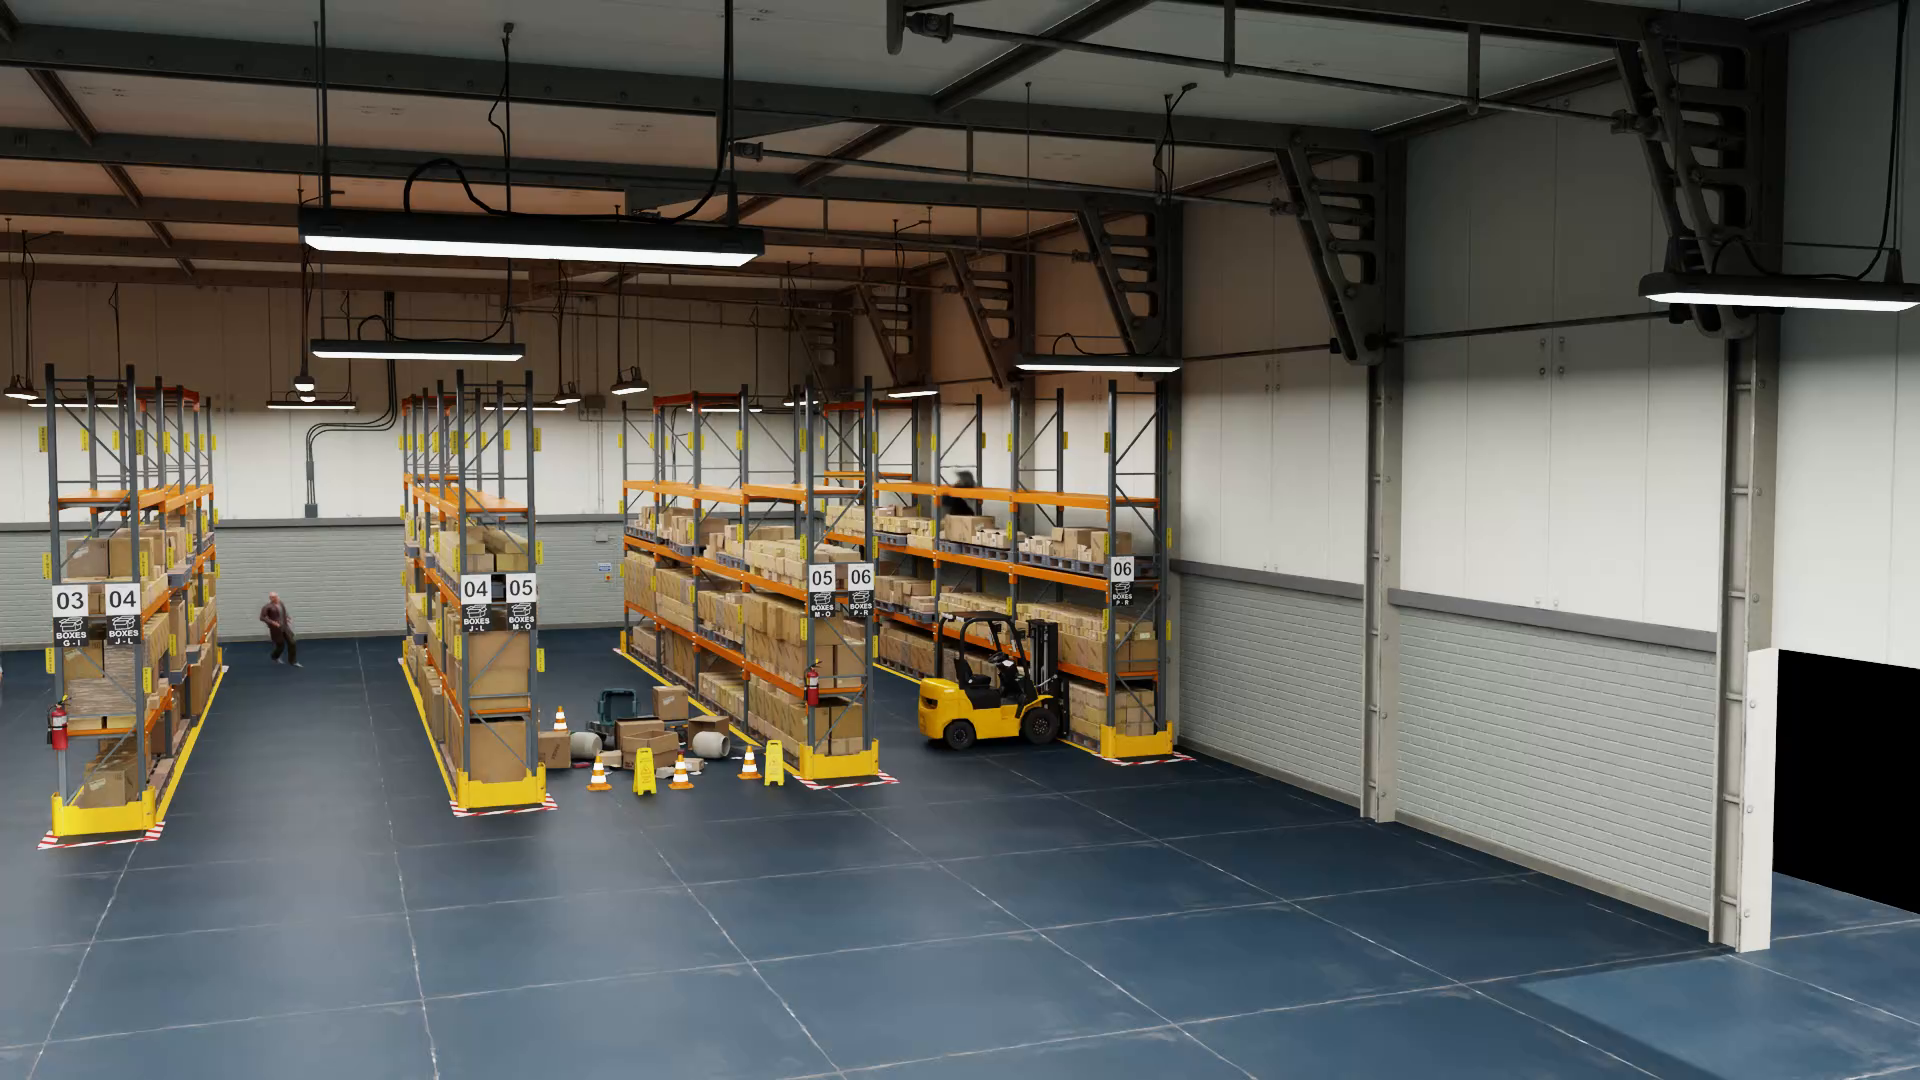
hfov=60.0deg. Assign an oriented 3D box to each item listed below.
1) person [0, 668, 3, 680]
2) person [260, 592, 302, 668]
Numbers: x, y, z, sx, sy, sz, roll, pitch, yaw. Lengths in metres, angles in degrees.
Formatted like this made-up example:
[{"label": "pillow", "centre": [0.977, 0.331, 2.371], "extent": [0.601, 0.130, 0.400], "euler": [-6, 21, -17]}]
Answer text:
[{"label": "person", "centre": [-15.898, 2.518, 26.984], "extent": [0.657, 1.795, 0.936], "euler": [-2, 4, -31]}, {"label": "person", "centre": [-15.176, 1.996, 36.857], "extent": [0.896, 1.725, 0.747], "euler": [2, 4, 32]}]
